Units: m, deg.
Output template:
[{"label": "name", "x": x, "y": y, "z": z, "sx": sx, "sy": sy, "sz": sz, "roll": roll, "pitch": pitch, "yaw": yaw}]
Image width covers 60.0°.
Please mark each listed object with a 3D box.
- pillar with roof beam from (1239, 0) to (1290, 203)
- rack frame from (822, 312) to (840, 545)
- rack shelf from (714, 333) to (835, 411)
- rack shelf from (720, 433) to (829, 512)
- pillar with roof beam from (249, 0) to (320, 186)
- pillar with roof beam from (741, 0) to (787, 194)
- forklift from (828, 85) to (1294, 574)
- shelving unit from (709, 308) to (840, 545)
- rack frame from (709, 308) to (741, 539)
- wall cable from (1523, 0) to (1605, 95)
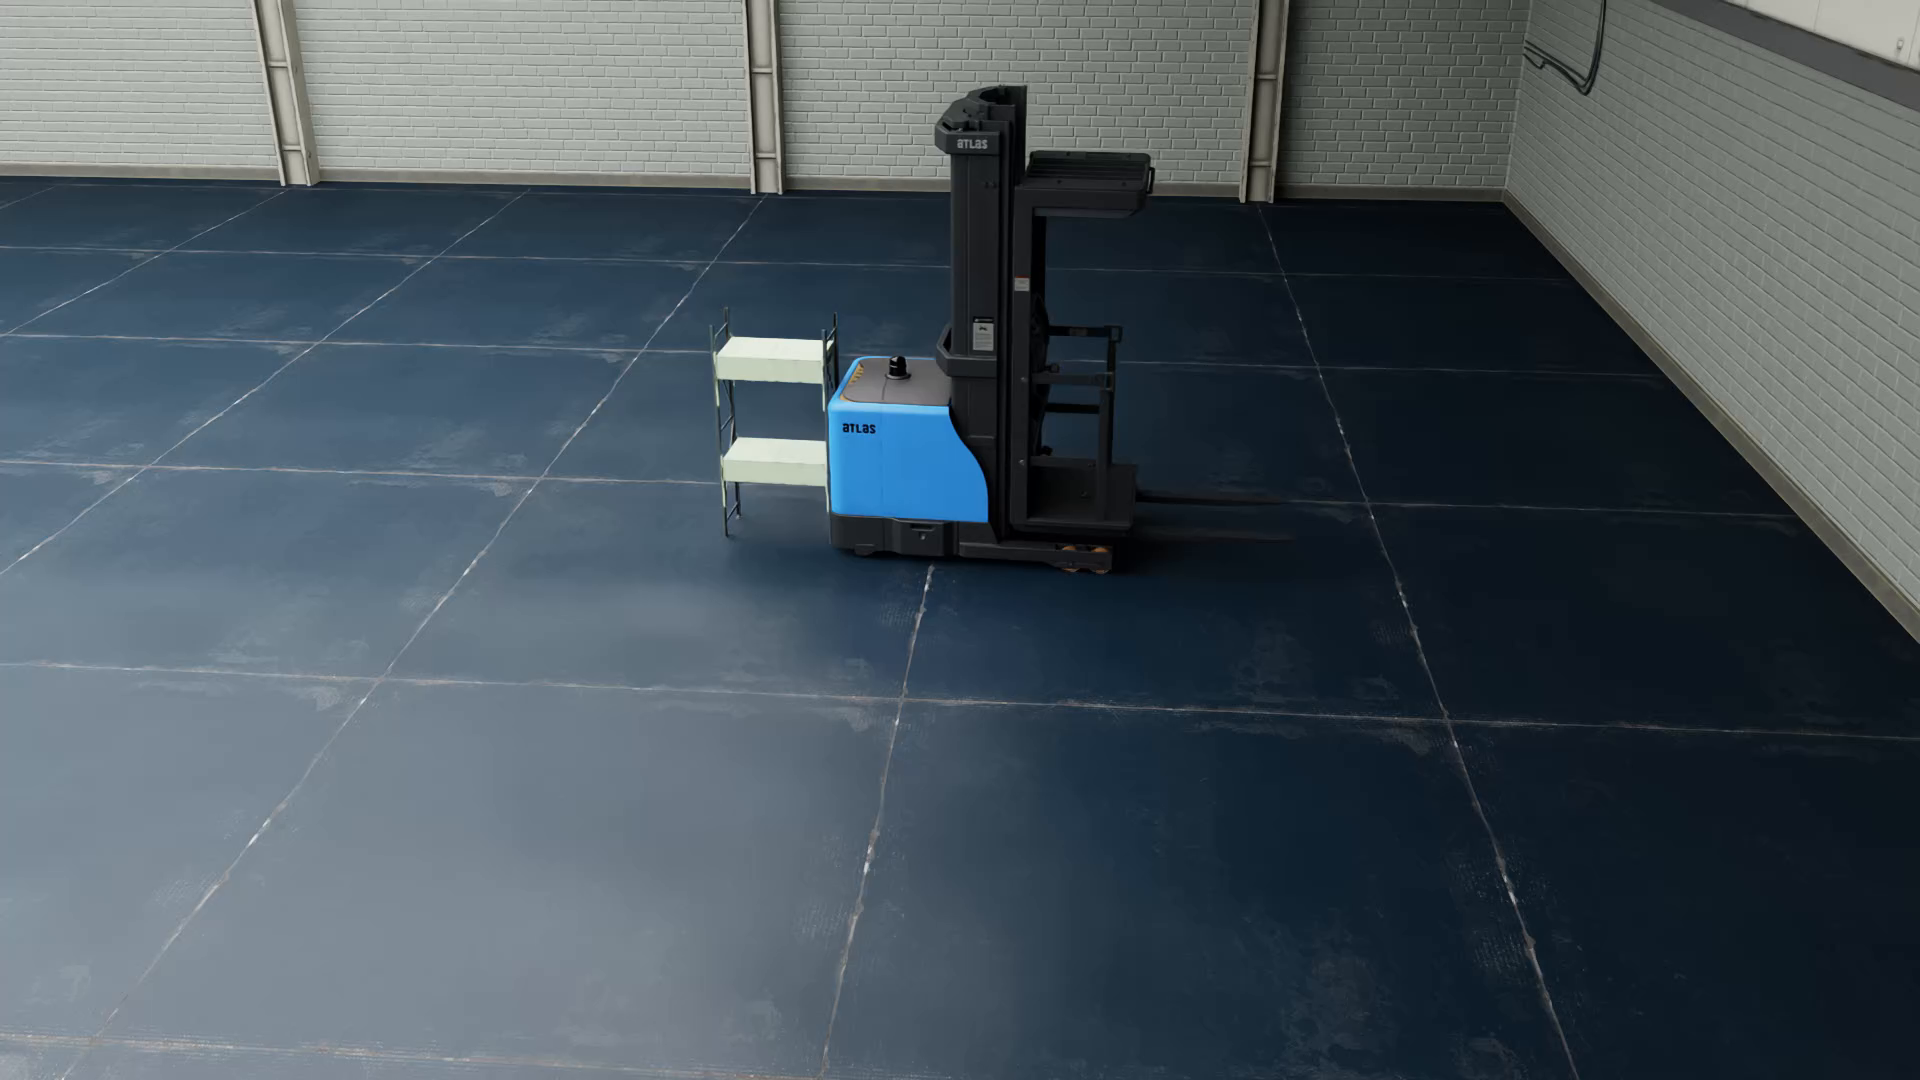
[{"label": "pillar with roof beam", "x": 3.279, "y": -6.440, "z": 14.481, "sx": 0.400, "sy": 9.000, "sz": 9.100, "roll": 2, "pitch": 25, "yaw": 4}, {"label": "rack frame", "x": -0.842, "y": -0.734, "z": 11.050, "sx": 0.023, "sy": 1.500, "sz": 0.400, "roll": 3, "pitch": 25, "yaw": 7}, {"label": "rack shelf", "x": -1.205, "y": -1.108, "z": 10.930, "sx": 0.720, "sy": 0.370, "sz": 0.431, "roll": 3, "pitch": 25, "yaw": 7}, {"label": "rack shelf", "x": -1.205, "y": -0.457, "z": 11.230, "sx": 0.720, "sy": 0.370, "sz": 0.431, "roll": 3, "pitch": 25, "yaw": 7}, {"label": "pillar with roof beam", "x": -8.686, "y": -6.824, "z": 15.315, "sx": 0.400, "sy": 9.000, "sz": 9.100, "roll": 2, "pitch": 25, "yaw": 4}, {"label": "pillar with roof beam", "x": -2.704, "y": -6.632, "z": 14.898, "sx": 0.400, "sy": 9.000, "sz": 9.100, "roll": 2, "pitch": 25, "yaw": 4}, {"label": "forklift", "x": 0.697, "y": -1.350, "z": 10.677, "sx": 3.031, "sy": 2.935, "sz": 1.130, "roll": 3, "pitch": 25, "yaw": 7}, {"label": "shelving unit", "x": -1.205, "y": -0.754, "z": 11.093, "sx": 0.755, "sy": 1.500, "sz": 0.431, "roll": 3, "pitch": 25, "yaw": 7}, {"label": "rack frame", "x": -1.568, "y": -0.773, "z": 11.137, "sx": 0.023, "sy": 1.500, "sz": 0.400, "roll": 3, "pitch": 25, "yaw": 7}, {"label": "wall cable", "x": 6.445, "y": -6.178, "z": 17.626, "sx": 0.112, "sy": 2.526, "sz": 3.097, "roll": 2, "pitch": 25, "yaw": 4}]
